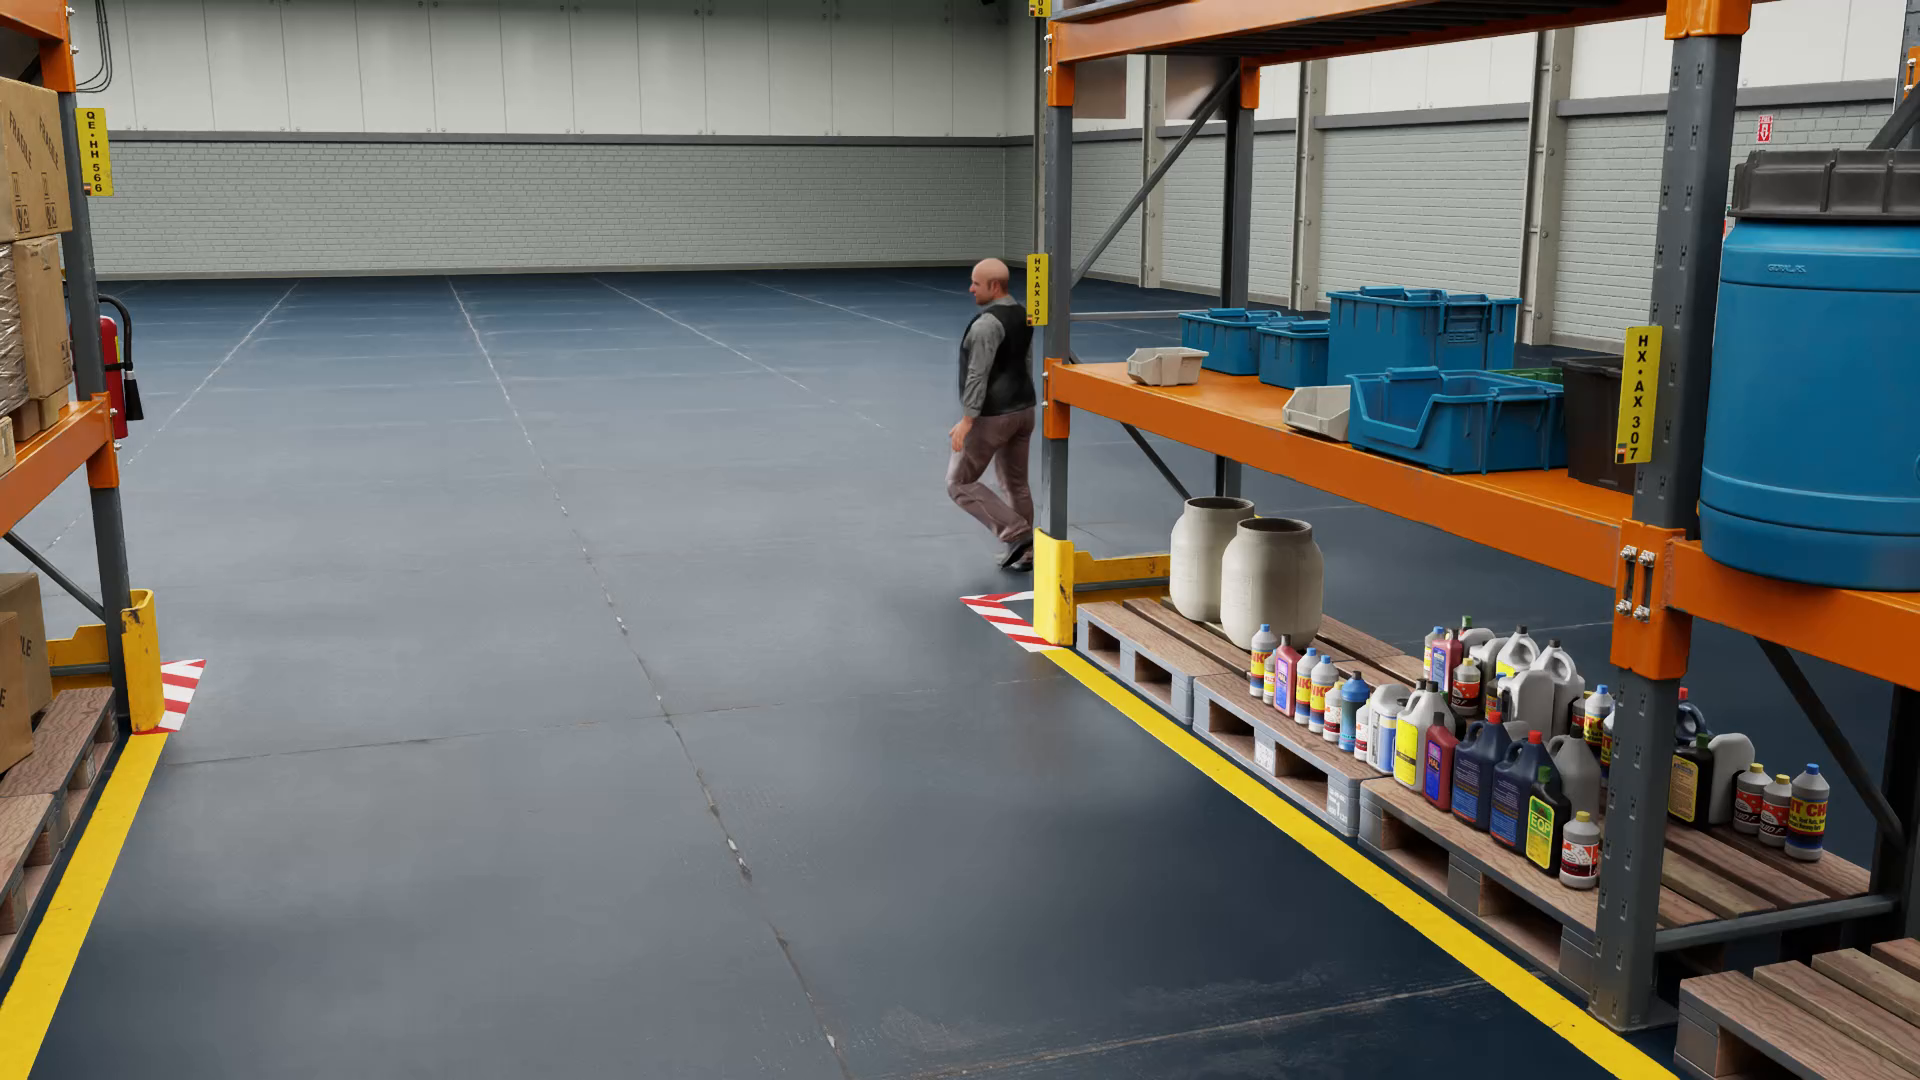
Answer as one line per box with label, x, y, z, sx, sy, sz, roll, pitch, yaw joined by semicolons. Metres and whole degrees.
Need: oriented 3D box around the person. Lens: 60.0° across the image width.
person;0.217;-0.641;8.896;0.483;1.708;0.617;8;15;32
